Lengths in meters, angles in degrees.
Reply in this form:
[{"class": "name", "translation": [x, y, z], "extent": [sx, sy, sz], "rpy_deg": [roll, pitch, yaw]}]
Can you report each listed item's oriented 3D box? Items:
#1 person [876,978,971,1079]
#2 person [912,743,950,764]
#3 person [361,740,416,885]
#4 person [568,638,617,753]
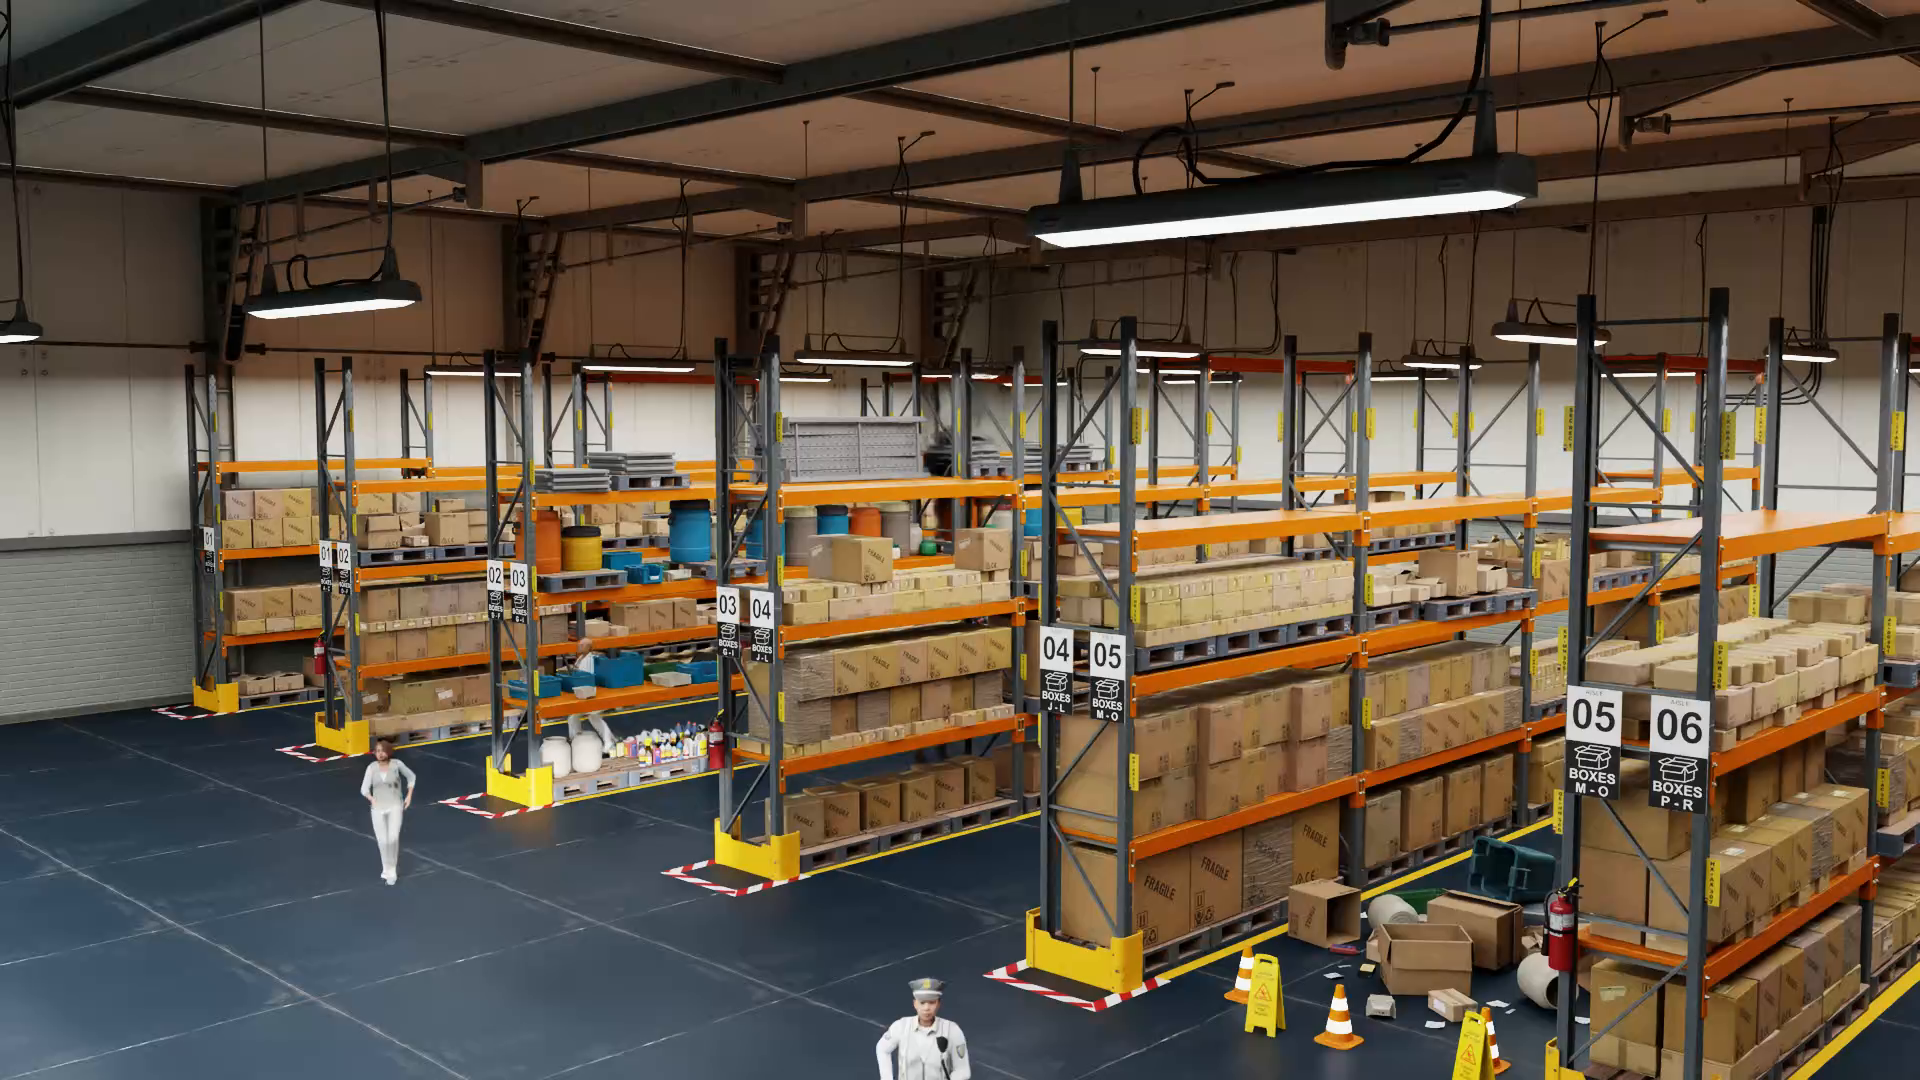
[{"class": "person", "translation": [-0.225, 3.528, 10.309], "extent": [0.586, 1.666, 0.641], "rpy_deg": [0, 4, -3]}, {"class": "person", "translation": [-0.387, 2.610, 22.683], "extent": [0.536, 1.690, 0.785], "rpy_deg": [3, 5, 36]}, {"class": "person", "translation": [-6.275, 2.982, 18.223], "extent": [0.545, 1.574, 0.629], "rpy_deg": [-1, 4, -8]}, {"class": "person", "translation": [-5.542, 2.381, 24.868], "extent": [0.688, 1.841, 0.838], "rpy_deg": [4, 6, 44]}]
